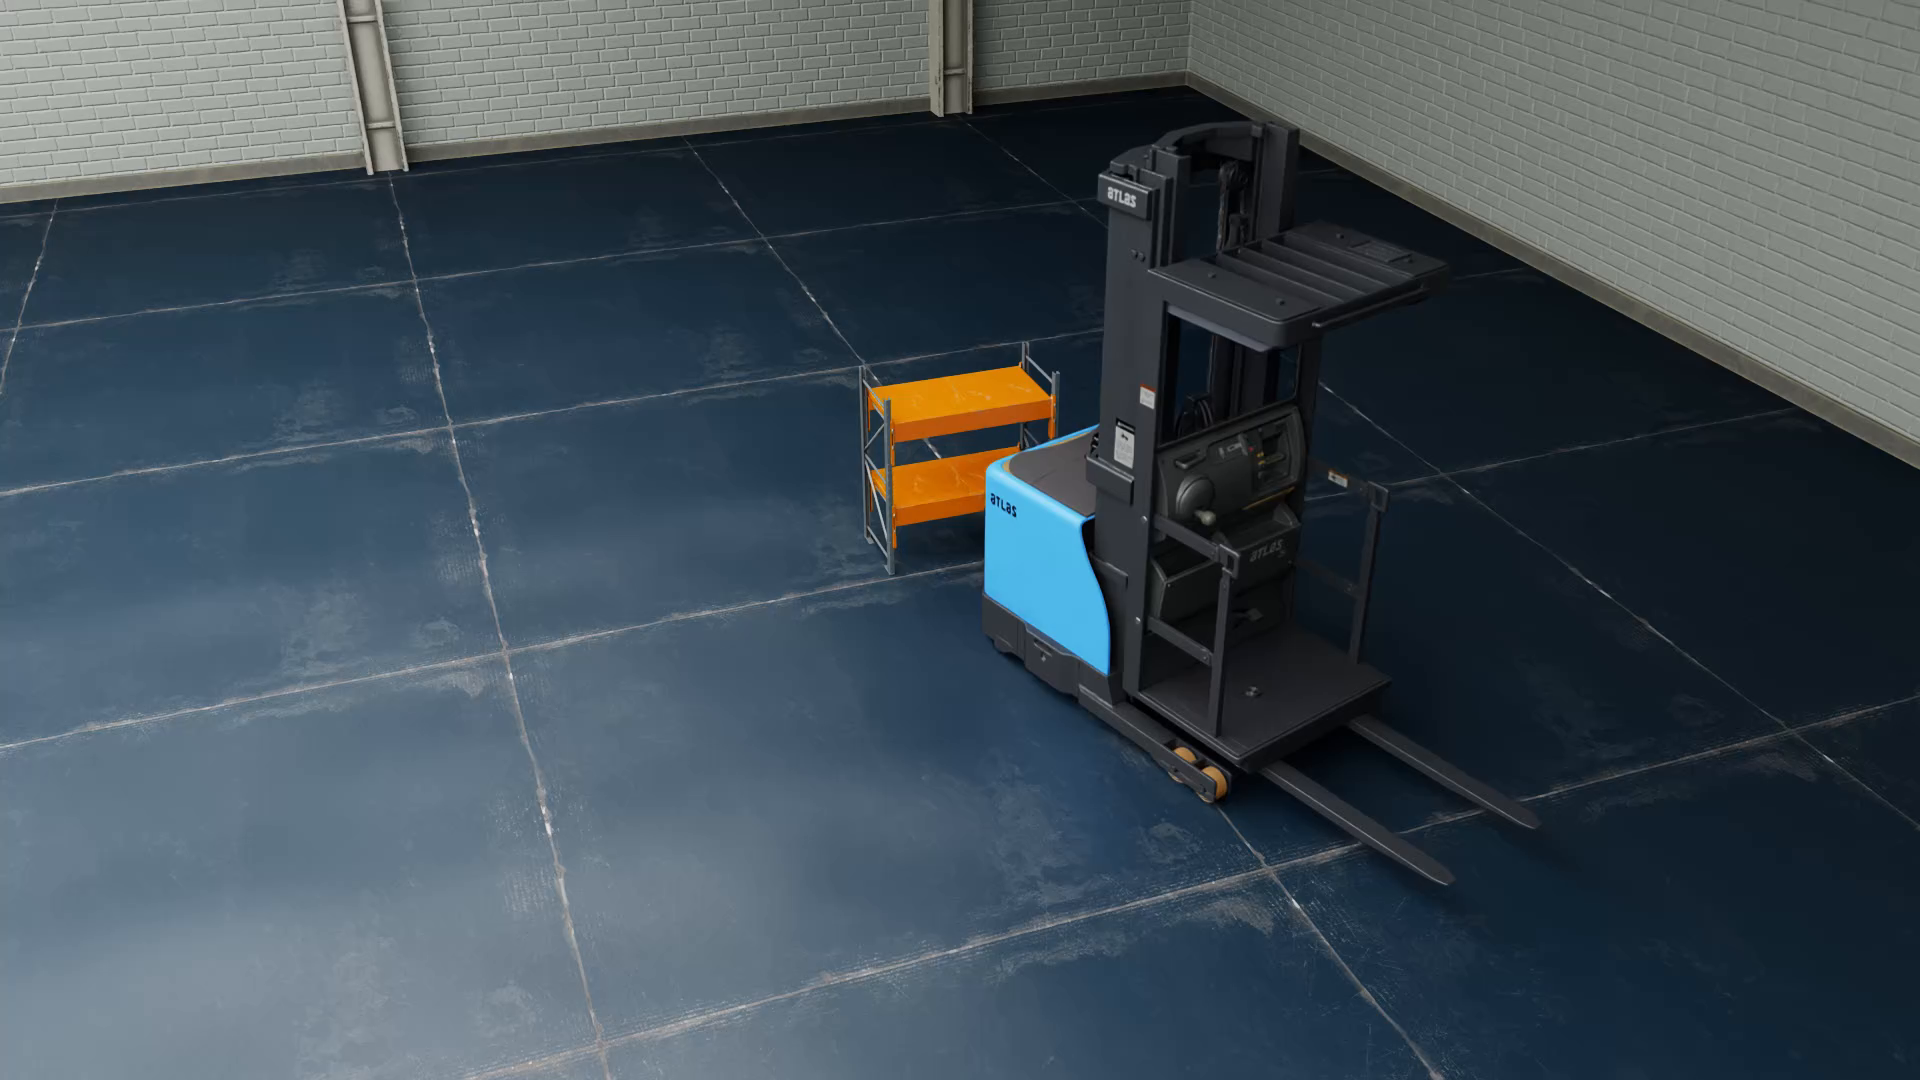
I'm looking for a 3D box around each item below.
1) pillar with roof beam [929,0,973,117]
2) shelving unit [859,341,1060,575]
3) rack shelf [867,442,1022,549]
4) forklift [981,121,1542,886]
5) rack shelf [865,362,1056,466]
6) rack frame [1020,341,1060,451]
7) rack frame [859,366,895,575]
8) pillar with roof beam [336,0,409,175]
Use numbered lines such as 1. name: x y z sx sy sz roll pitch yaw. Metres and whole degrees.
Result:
1. pillar with roof beam: 1.404 -6.663 12.705 0.400 9.000 9.100 -10 31 -18
2. shelving unit: -0.006 -0.488 9.820 1.048 1.125 0.538 -10 31 -18
3. rack shelf: -0.006 -0.275 9.941 1.000 0.278 0.538 -10 31 -18
4. forklift: 1.413 -0.305 7.675 1.130 2.935 3.031 -21 36 -32
5. rack shelf: -0.006 -0.742 9.675 1.000 0.278 0.538 -10 31 -18
6. rack frame: 0.470 -0.575 9.974 0.032 1.125 0.500 -10 31 -18
7. rack frame: -0.483 -0.400 9.666 0.032 1.125 0.500 -10 31 -18
8. pillar with roof beam: -4.219 -5.627 10.887 0.400 9.000 9.100 -10 31 -18
